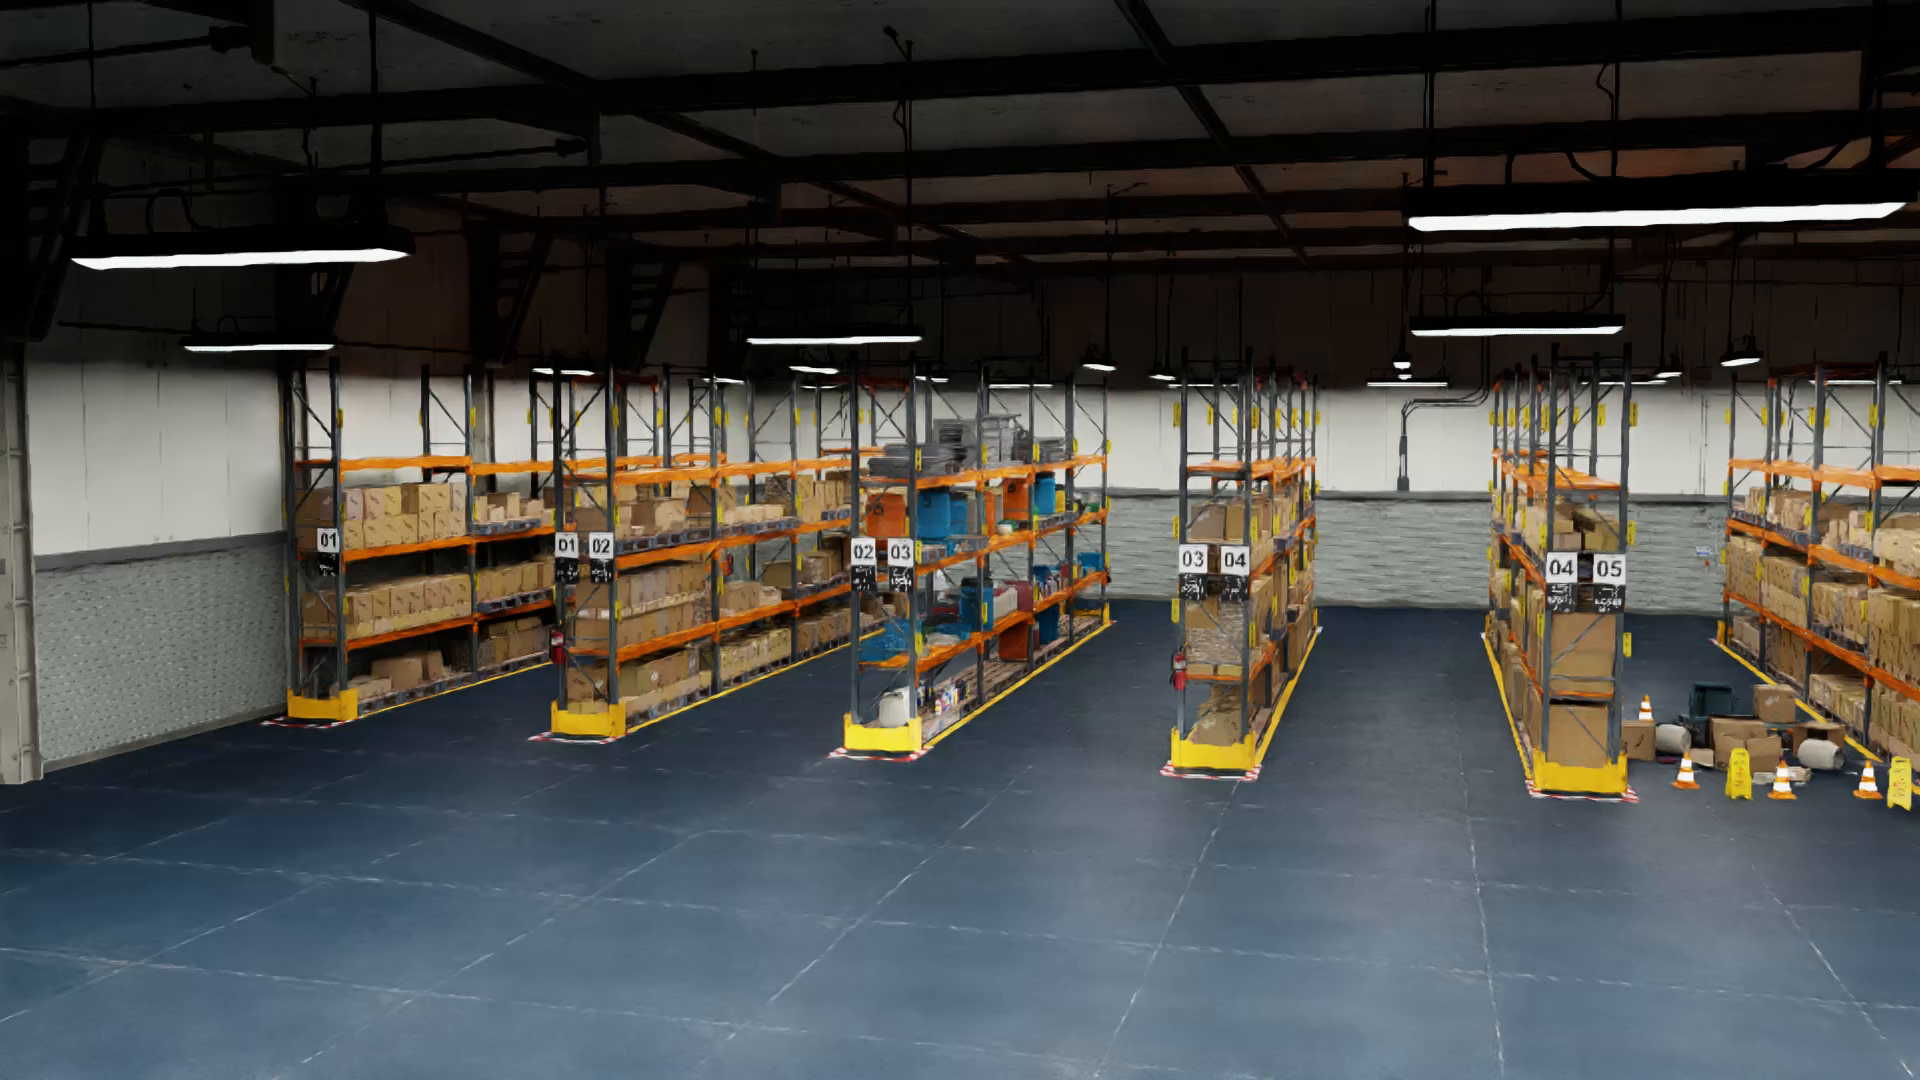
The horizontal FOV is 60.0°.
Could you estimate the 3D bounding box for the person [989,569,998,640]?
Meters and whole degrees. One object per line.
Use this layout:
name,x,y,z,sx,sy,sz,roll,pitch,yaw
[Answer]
person,0.633,1.425,37.661,0.495,1.589,1.086,1,4,18

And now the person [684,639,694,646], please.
person,-5.588,1.613,33.825,0.677,1.775,0.631,-4,6,-43

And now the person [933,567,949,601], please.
person,-0.576,1.176,40.423,0.543,1.700,1.115,1,4,17
